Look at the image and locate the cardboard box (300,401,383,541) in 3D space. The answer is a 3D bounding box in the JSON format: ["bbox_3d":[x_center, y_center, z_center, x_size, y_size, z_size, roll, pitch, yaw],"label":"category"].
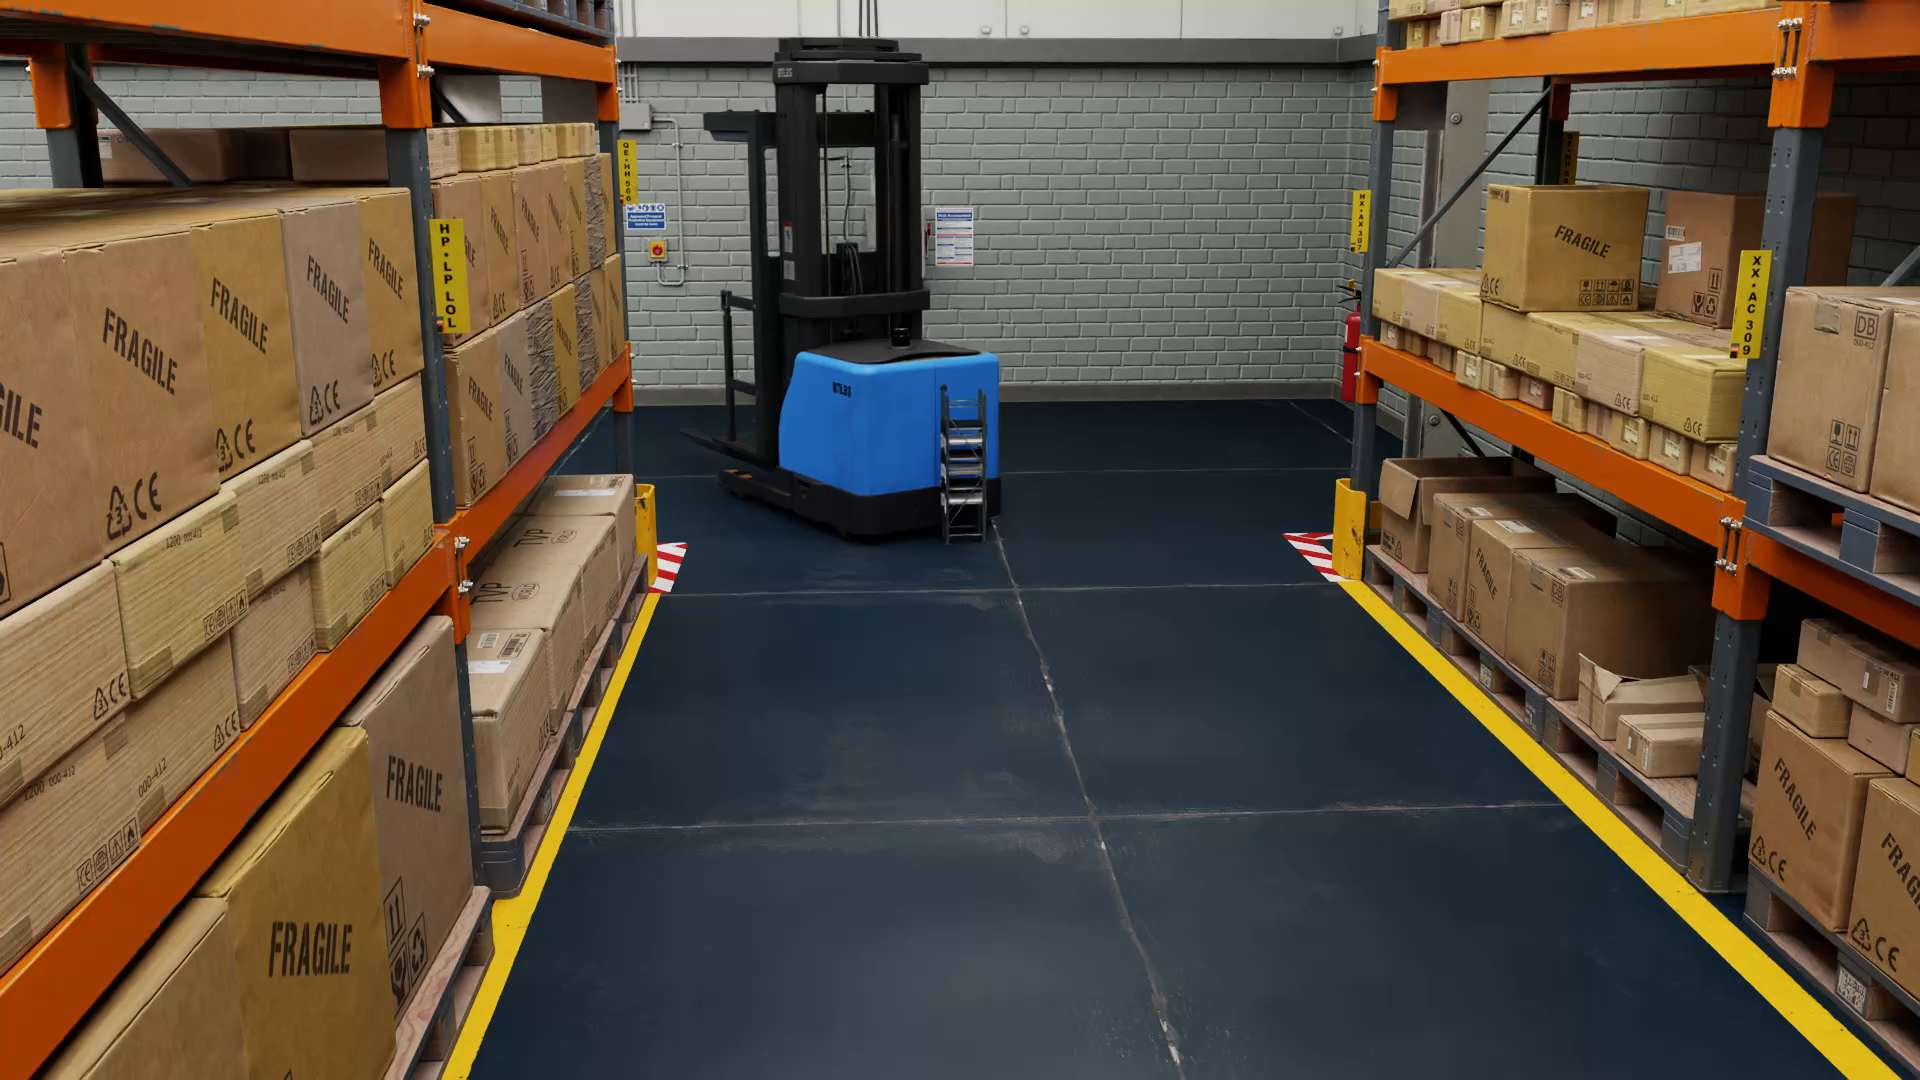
[{"bbox_3d":[-1.706,-0.166,3.948,0.500,0.250,0.500,-1,14,-2],"label":"cardboard box"}]

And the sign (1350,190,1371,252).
[{"bbox_3d":[2.150,-1.709,8.913,0.100,0.325,0.005,-1,14,-3],"label":"sign"}]

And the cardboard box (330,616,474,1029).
[{"bbox_3d":[-1.896,0.752,4.504,0.875,0.875,0.875,0,14,-2],"label":"cardboard box"}]

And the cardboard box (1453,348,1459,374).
[{"bbox_3d":[2.528,-0.834,7.751,0.380,0.149,0.250,-1,14,-3],"label":"cardboard box"}]

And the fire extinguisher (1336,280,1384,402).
[{"bbox_3d":[2.222,-1.110,9.224,0.296,0.674,0.183,-1,14,-3],"label":"fire extinguisher"}]

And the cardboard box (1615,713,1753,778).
[{"bbox_3d":[2.612,0.739,6.011,0.380,0.149,0.250,-1,14,-5],"label":"cardboard box"}]

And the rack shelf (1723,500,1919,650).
[{"bbox_3d":[3.064,0.542,3.344,1.077,0.370,4.000,-1,14,-3],"label":"rack shelf"}]

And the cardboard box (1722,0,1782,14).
[{"bbox_3d":[2.623,-1.720,5.175,0.380,0.149,0.250,-1,14,-4],"label":"cardboard box"}]

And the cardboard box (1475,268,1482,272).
[{"bbox_3d":[2.985,-1.260,8.607,0.500,0.250,0.500,0,14,-2],"label":"cardboard box"}]

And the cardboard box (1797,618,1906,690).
[{"bbox_3d":[2.757,0.338,4.970,0.380,0.149,0.250,-1,14,-4],"label":"cardboard box"}]

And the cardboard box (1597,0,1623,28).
[{"bbox_3d":[2.605,-1.976,6.169,0.380,0.149,0.250,0,14,-2],"label":"cardboard box"}]

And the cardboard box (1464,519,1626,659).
[{"bbox_3d":[2.582,0.208,7.370,0.500,0.500,0.500,-1,14,-2],"label":"cardboard box"}]

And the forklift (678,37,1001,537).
[{"bbox_3d":[-0.976,-1.752,10.953,1.130,2.935,3.031,-9,17,-32],"label":"forklift"}]

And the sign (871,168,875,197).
[{"bbox_3d":[-0.597,-3.070,14.280,0.339,0.242,0.001,-1,14,-3],"label":"sign"}]

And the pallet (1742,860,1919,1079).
[{"bbox_3d":[3.028,1.248,4.751,1.003,0.211,1.213,-1,14,-3],"label":"pallet"}]

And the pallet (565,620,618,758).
[{"bbox_3d":[-2.062,0.630,7.155,1.003,0.211,1.213,-1,14,-3],"label":"pallet"}]

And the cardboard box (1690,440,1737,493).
[{"bbox_3d":[2.668,-0.258,5.512,0.380,0.149,0.250,-1,14,-3],"label":"cardboard box"}]

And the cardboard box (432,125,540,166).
[{"bbox_3d":[-1.850,-1.535,6.462,0.380,0.149,0.250,-1,14,-3],"label":"cardboard box"}]

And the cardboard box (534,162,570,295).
[{"bbox_3d":[-1.876,-1.260,6.696,0.500,0.500,0.500,-1,14,-4],"label":"cardboard box"}]

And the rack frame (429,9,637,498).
[{"bbox_3d":[-2.262,-1.221,8.752,1.000,3.000,0.127,-1,14,-3],"label":"rack frame"}]

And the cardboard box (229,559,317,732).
[{"bbox_3d":[-1.692,0.207,3.505,0.500,0.250,0.500,-1,14,-5],"label":"cardboard box"}]

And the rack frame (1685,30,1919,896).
[{"bbox_3d":[2.940,-0.304,5.187,1.000,3.000,0.127,-1,14,-3],"label":"rack frame"}]

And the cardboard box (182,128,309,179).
[{"bbox_3d":[-2.259,-1.212,5.208,0.380,0.149,0.250,-1,14,-2],"label":"cardboard box"}]

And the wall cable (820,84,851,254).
[{"bbox_3d":[-1.220,-3.140,14.171,0.588,1.984,0.122,-1,14,-3],"label":"wall cable"}]

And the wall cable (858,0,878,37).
[{"bbox_3d":[0.638,-5.599,13.655,2.988,3.039,0.133,-1,14,-3],"label":"wall cable"}]

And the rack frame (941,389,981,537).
[{"bbox_3d":[0.008,-0.458,9.999,0.240,0.900,0.006,-2,15,-7],"label":"rack frame"}]

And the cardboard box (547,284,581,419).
[{"bbox_3d":[-1.865,-0.773,6.808,0.500,0.500,0.500,0,14,-2],"label":"cardboard box"}]

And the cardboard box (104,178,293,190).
[{"bbox_3d":[-2.319,-0.872,5.188,0.500,0.500,0.500,-1,14,-4],"label":"cardboard box"}]

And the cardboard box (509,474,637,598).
[{"bbox_3d":[-2.121,-0.021,8.387,0.875,0.438,0.875,-1,14,-5],"label":"cardboard box"}]

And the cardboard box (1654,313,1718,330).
[{"bbox_3d":[3.111,-0.756,6.647,0.500,0.250,0.500,-1,14,-2],"label":"cardboard box"}]

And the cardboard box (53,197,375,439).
[{"bbox_3d":[-1.696,-0.523,3.832,0.500,0.500,0.500,-1,14,-2],"label":"cardboard box"}]

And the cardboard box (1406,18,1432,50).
[{"bbox_3d":[2.480,-2.547,8.389,0.380,0.149,0.250,-1,14,-2],"label":"cardboard box"}]

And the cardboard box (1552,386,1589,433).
[{"bbox_3d":[2.557,-0.515,6.512,0.380,0.149,0.250,-1,14,-4],"label":"cardboard box"}]

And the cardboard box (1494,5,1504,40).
[{"bbox_3d":[2.534,-2.229,7.153,0.380,0.149,0.250,-1,14,-4],"label":"cardboard box"}]

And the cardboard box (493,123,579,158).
[{"bbox_3d":[-1.926,-1.793,7.465,0.380,0.149,0.250,-1,14,-2],"label":"cardboard box"}]

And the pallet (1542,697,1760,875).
[{"bbox_3d":[2.898,0.876,6.199,1.003,0.211,1.213,-1,14,-3],"label":"pallet"}]

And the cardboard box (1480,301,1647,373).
[{"bbox_3d":[2.570,-0.875,7.111,0.500,0.250,0.500,-1,14,-5],"label":"cardboard box"}]

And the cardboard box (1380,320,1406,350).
[{"bbox_3d":[2.439,-1.091,8.751,0.380,0.149,0.250,-1,14,-4],"label":"cardboard box"}]

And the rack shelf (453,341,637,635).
[{"bbox_3d":[-2.138,-0.375,6.909,1.077,0.370,4.000,-1,14,-3],"label":"rack shelf"}]

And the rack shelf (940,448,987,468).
[{"bbox_3d":[0.022,-0.487,9.887,0.258,0.077,0.200,-2,15,-7],"label":"rack shelf"}]

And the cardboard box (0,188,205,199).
[{"bbox_3d":[-2.274,-0.645,4.306,0.500,0.500,0.500,-1,14,-3],"label":"cardboard box"}]

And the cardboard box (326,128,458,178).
[{"bbox_3d":[-1.807,-1.219,5.235,0.380,0.149,0.250,-1,14,-3],"label":"cardboard box"}]

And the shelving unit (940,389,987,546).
[{"bbox_3d":[0.022,-0.432,9.901,0.258,0.900,0.210,-2,15,-7],"label":"shelving unit"}]

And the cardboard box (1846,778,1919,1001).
[{"bbox_3d":[2.788,0.959,4.451,0.500,0.500,0.500,-1,14,-4],"label":"cardboard box"}]
